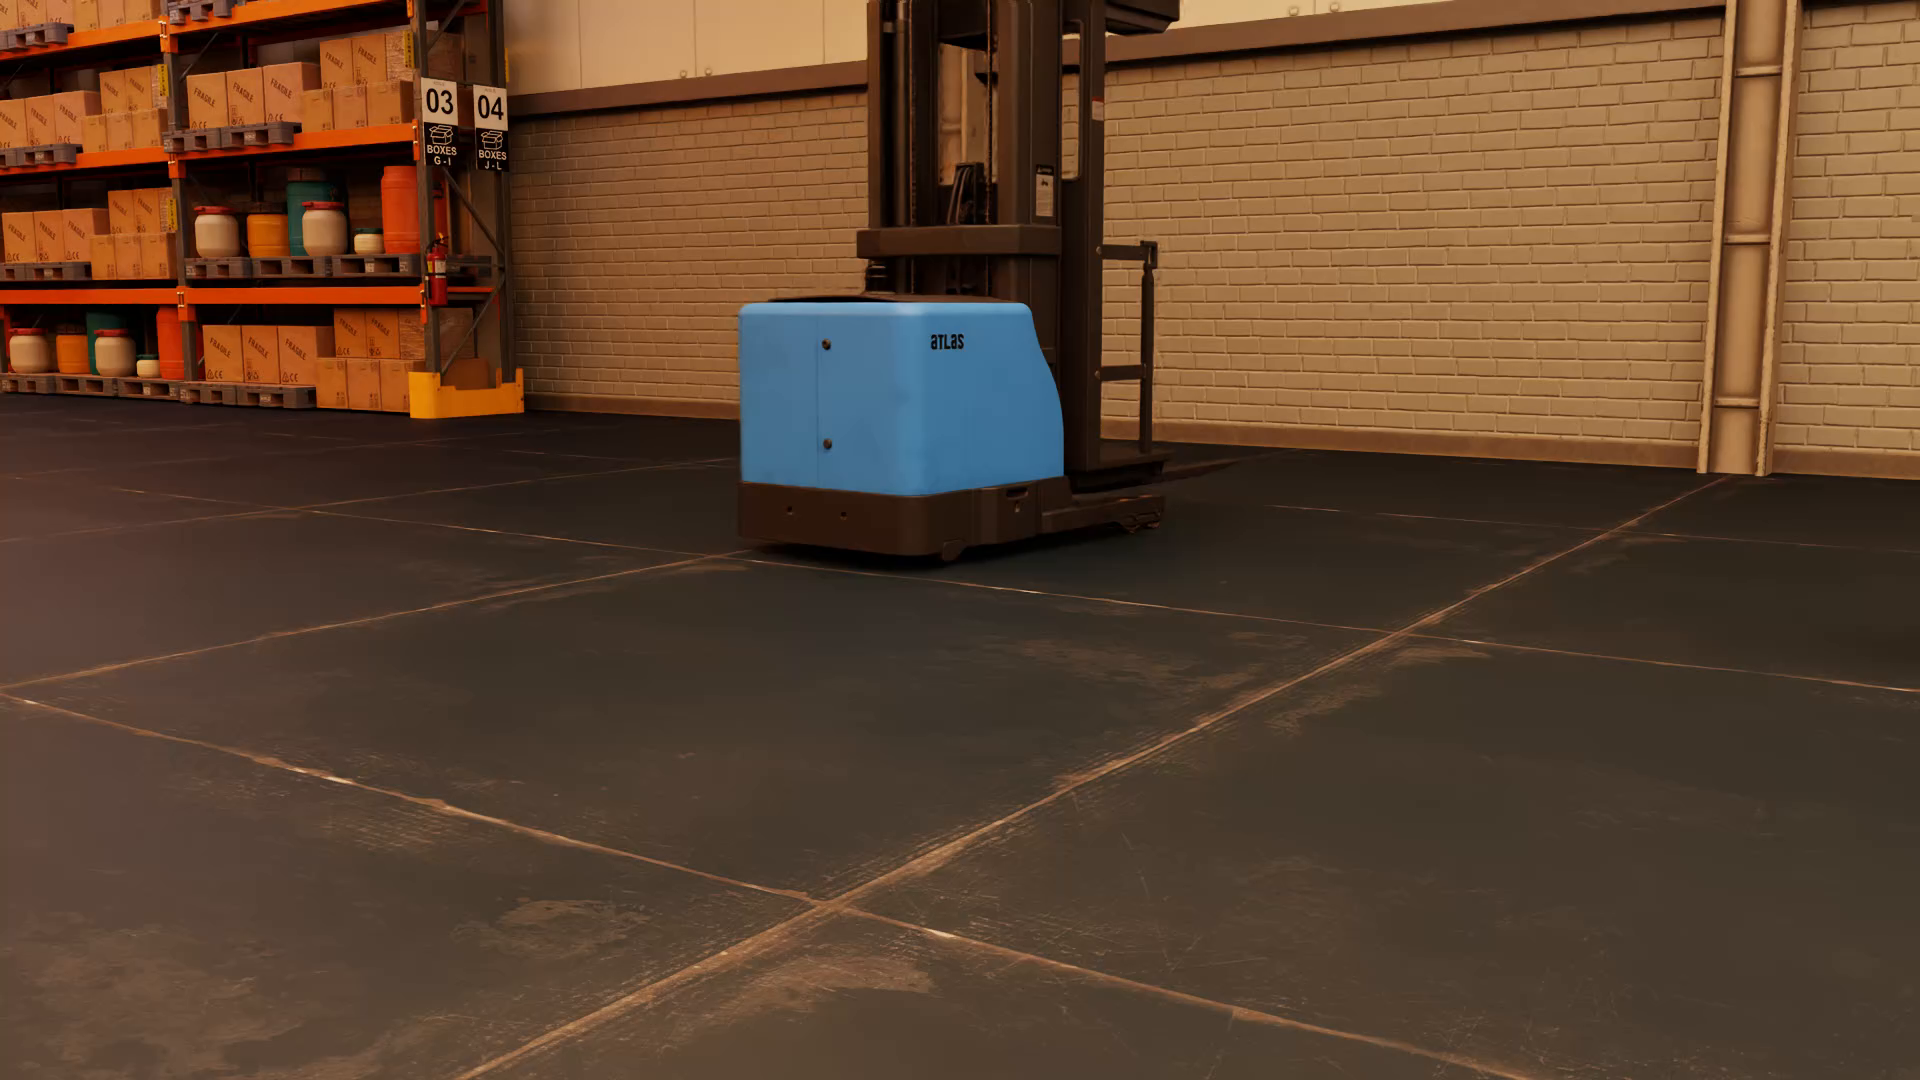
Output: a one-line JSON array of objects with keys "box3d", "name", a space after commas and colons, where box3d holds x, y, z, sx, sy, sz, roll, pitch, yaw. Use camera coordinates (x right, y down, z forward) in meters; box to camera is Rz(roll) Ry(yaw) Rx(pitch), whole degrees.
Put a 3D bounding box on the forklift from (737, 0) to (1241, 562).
[{"box3d": [0.336, -1.523, 7.900, 1.130, 2.935, 3.031, 6, 10, 37], "name": "forklift"}]
